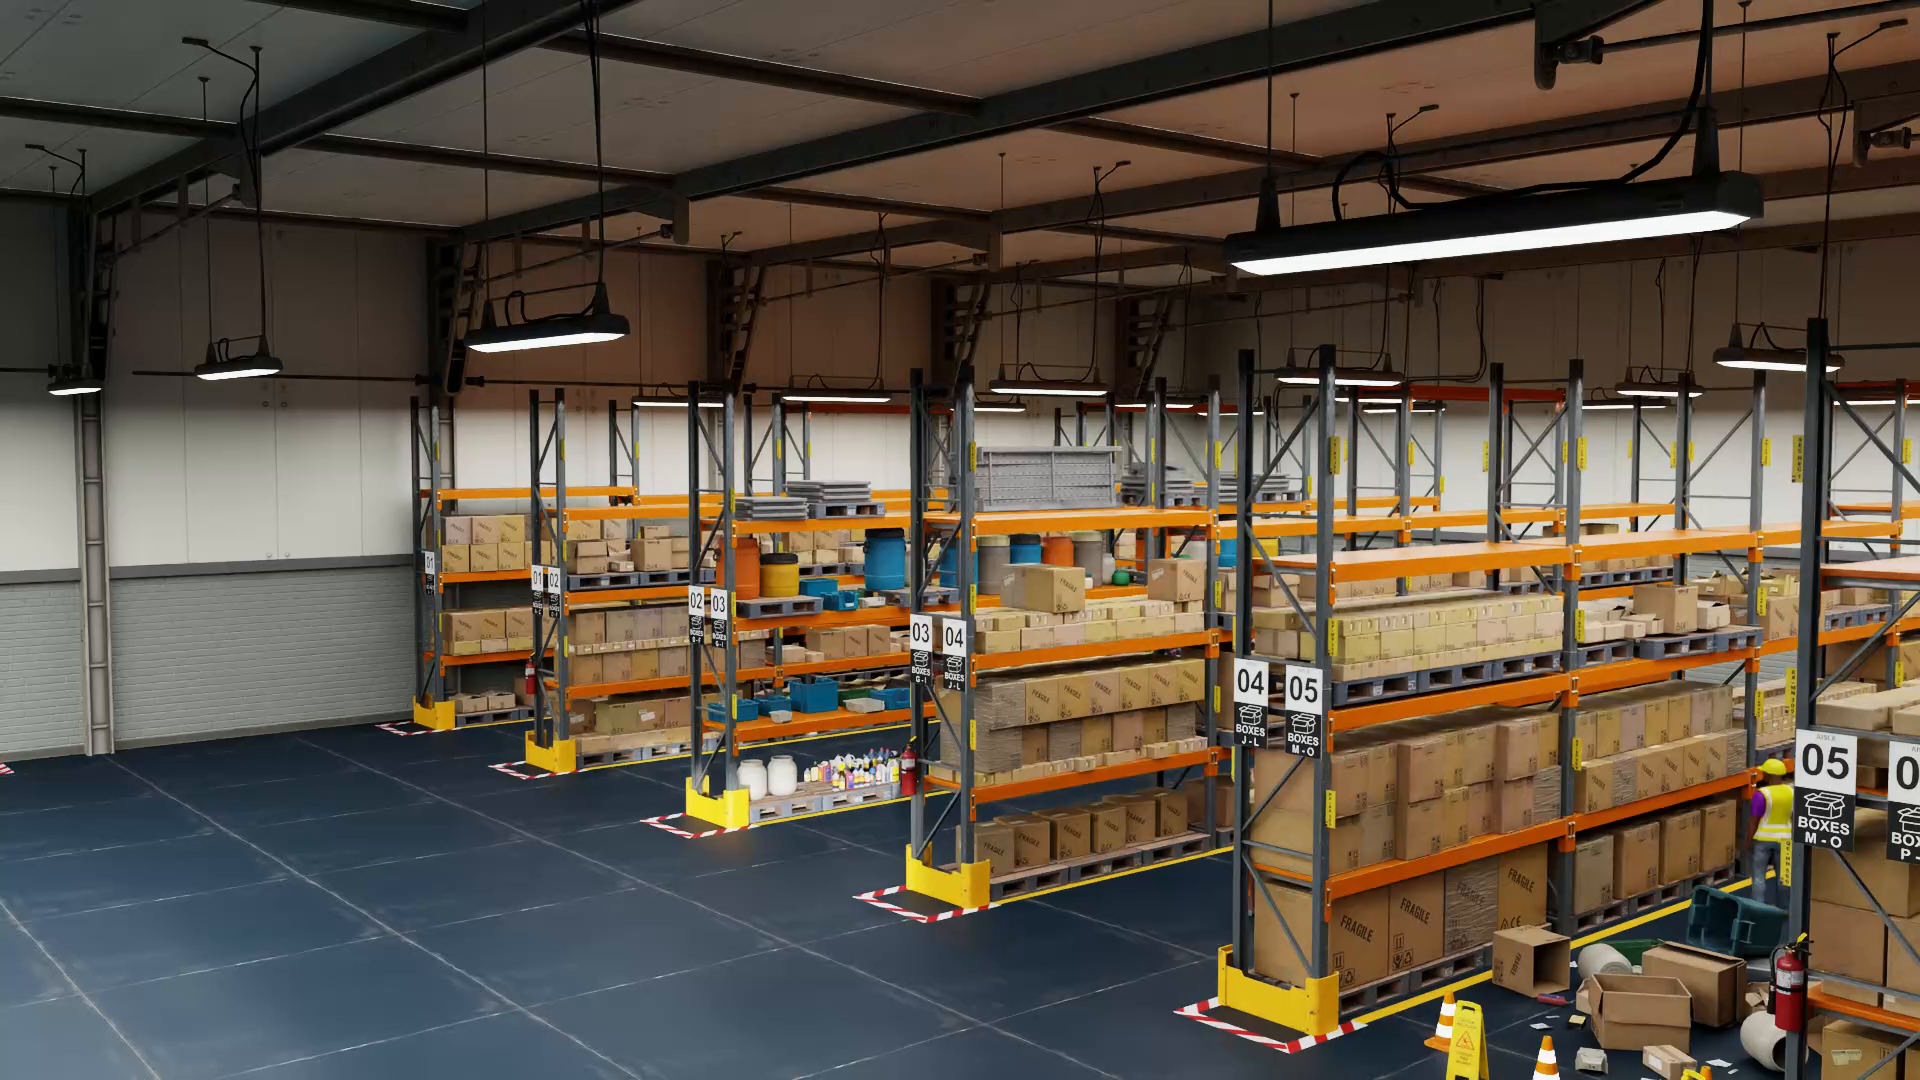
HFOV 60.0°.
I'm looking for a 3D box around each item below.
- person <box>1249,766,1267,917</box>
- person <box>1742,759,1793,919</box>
[{"bbox_3d":[3.271,3.261,18.322,0.450,1.667,0.601,0,3,-7],"label":"person"},{"bbox_3d":[8.753,3.230,17.999,0.593,1.763,0.586,0,3,8],"label":"person"}]
